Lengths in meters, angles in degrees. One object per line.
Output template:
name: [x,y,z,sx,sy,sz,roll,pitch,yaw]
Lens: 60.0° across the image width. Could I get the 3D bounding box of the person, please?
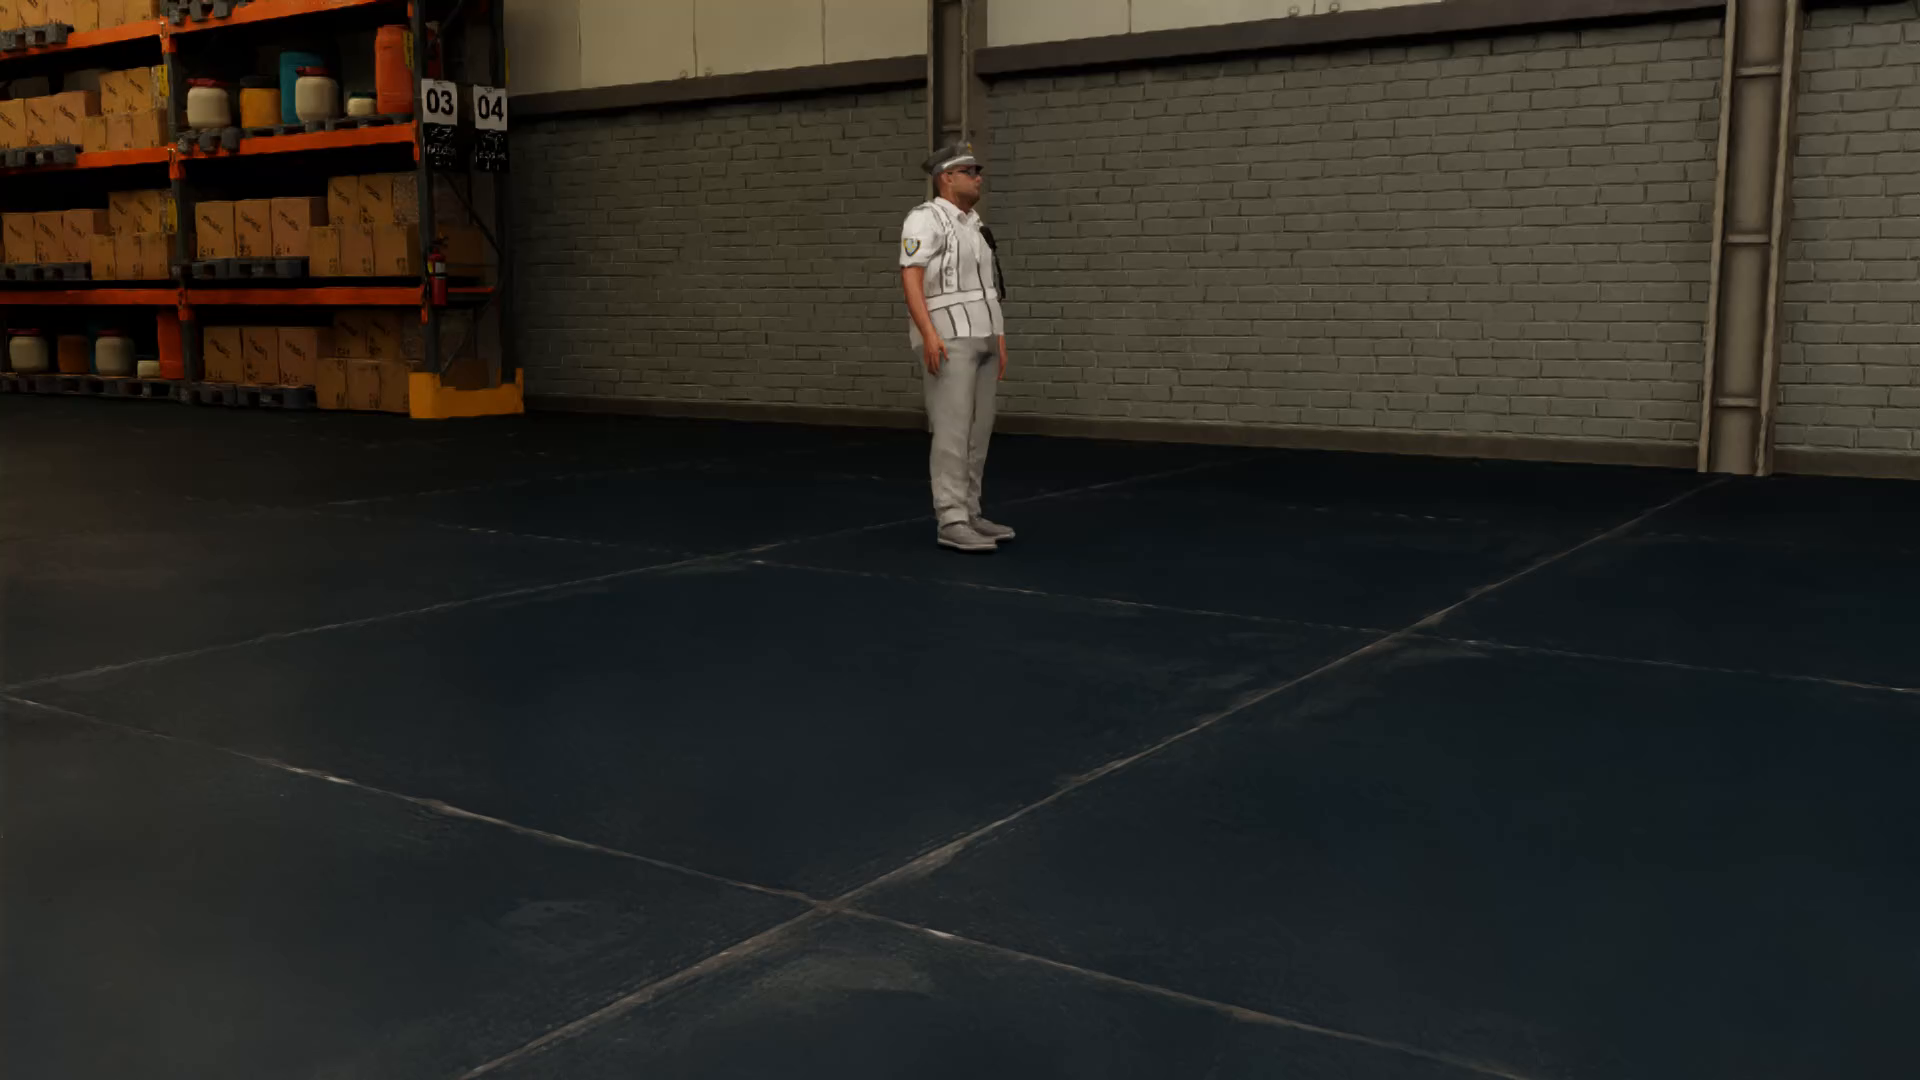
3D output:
person: [0.058,-0.883,7.424,0.574,1.781,0.640,5,10,34]
